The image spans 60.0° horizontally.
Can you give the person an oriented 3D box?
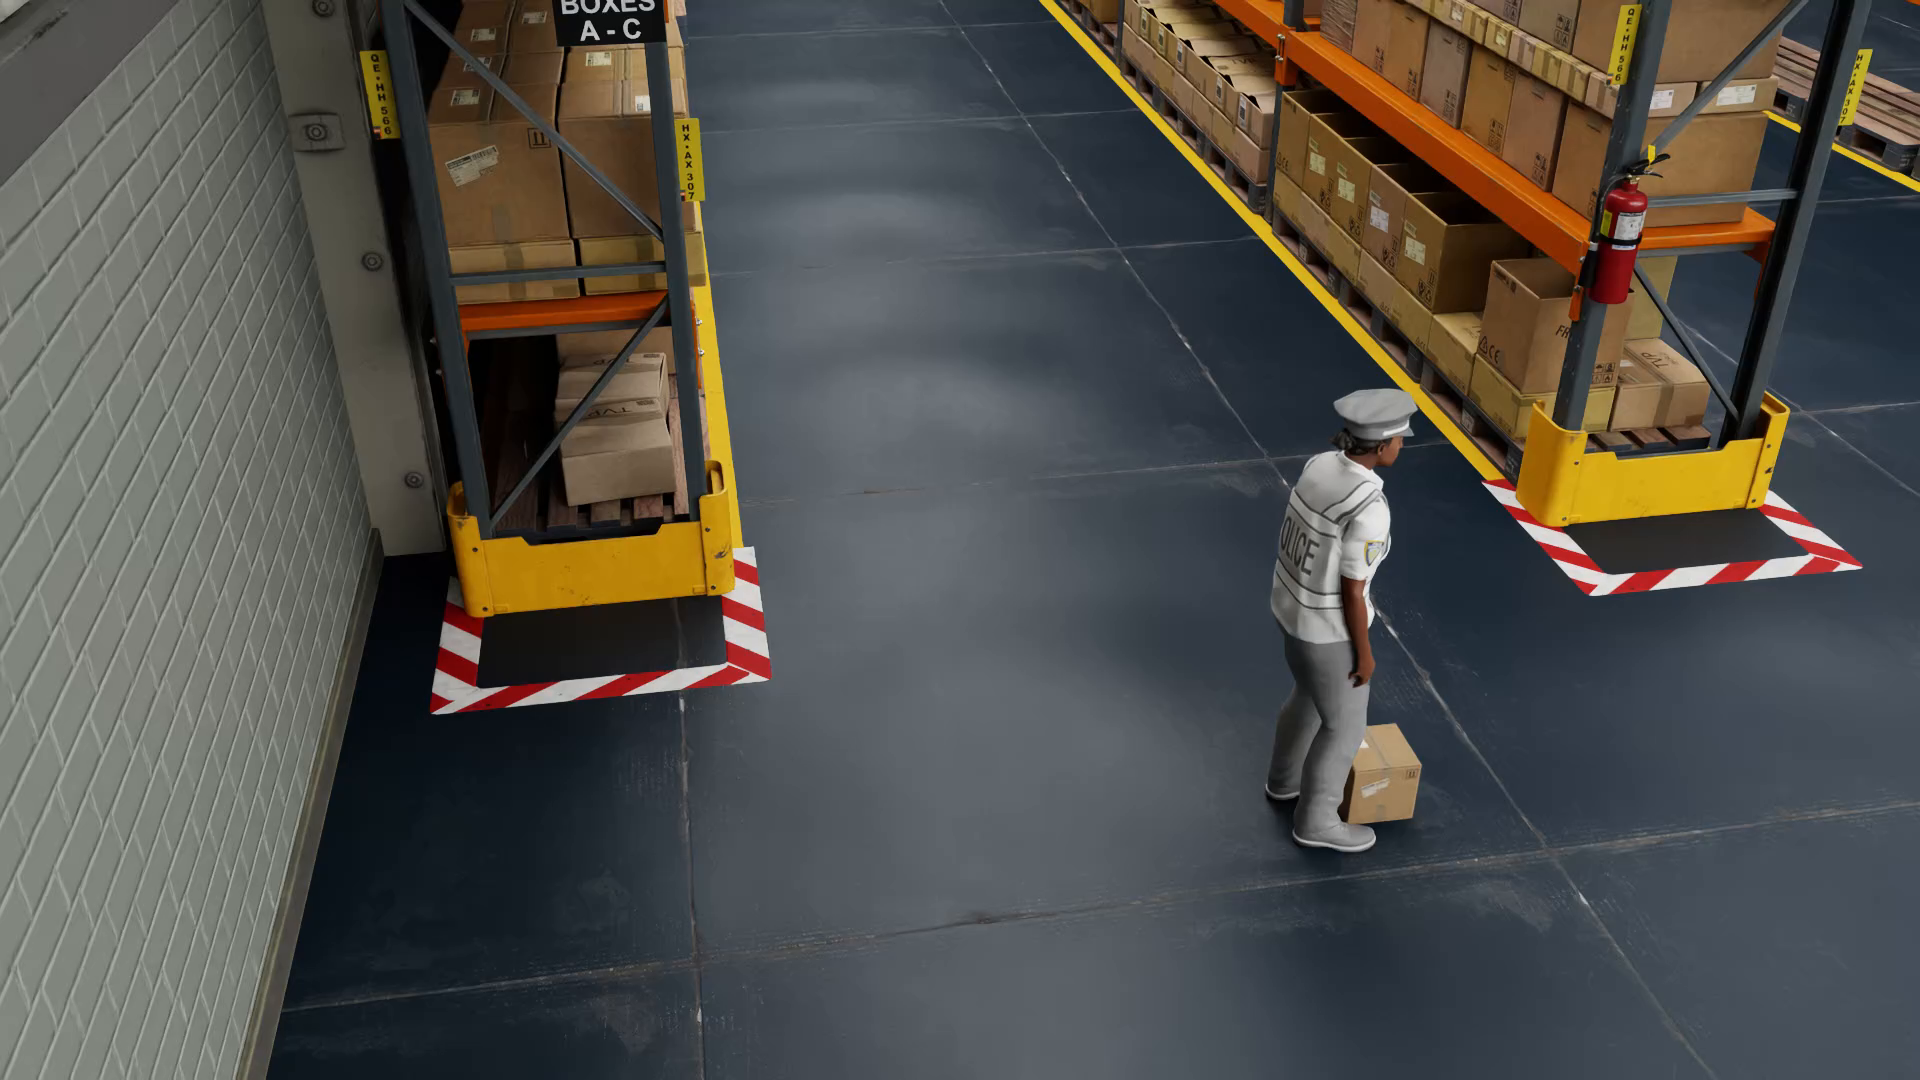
[{"bbox_3d":[1.272,0.281,5.665,0.395,1.656,0.512,-7,31,-11],"label":"person"}]
